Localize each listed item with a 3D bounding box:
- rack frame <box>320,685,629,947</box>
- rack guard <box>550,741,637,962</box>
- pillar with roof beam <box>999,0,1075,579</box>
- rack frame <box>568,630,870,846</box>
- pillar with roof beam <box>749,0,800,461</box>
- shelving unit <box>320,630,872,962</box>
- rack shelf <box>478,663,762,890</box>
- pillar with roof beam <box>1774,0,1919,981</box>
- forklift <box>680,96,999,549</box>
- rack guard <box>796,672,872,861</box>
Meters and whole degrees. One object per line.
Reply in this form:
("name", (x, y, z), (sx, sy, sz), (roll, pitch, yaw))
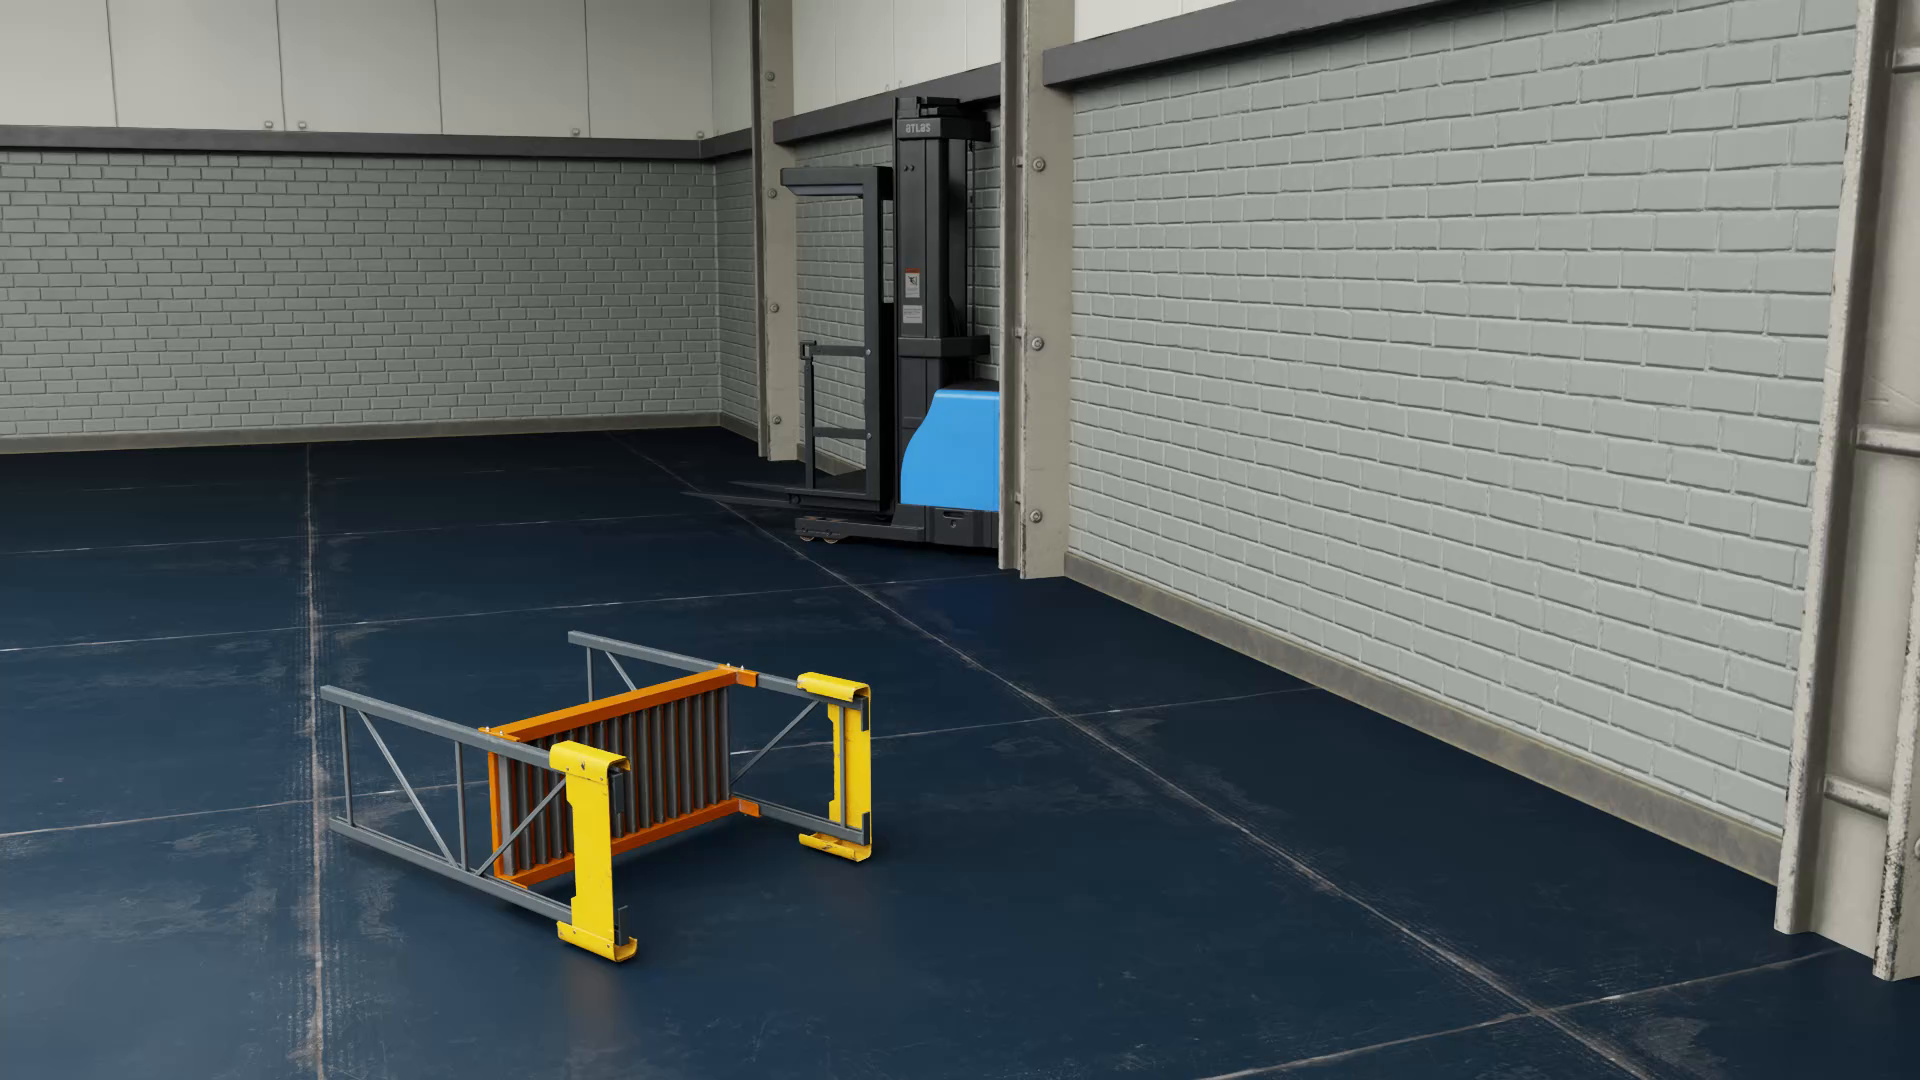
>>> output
("rack frame", (-1.527, 0.812, 5.104), (1.500, 0.500, 0.032), (8, 13, 38))
("rack guard", (-1.040, 0.881, 4.718), (0.250, 0.587, 0.087), (8, 13, 38))
("pillar with roof beam", (-3.557, -3.962, 7.999), (9.100, 9.000, 0.400), (-4, 11, -21))
("rack frame", (-0.889, 0.674, 5.883), (1.500, 0.500, 0.032), (8, 13, 38))
("pillar with roof beam", (-5.731, -4.941, 13.505), (9.100, 9.000, 0.400), (-4, 11, -21))
("shelving unit", (-1.214, 0.744, 5.486), (1.500, 0.587, 1.083), (8, 13, 38))
("rack shelf", (-1.068, 0.763, 5.382), (0.185, 0.538, 1.000), (8, 13, 38))
("pillar with roof beam", (-1.382, -2.983, 2.493), (9.100, 9.000, 0.400), (-4, 11, -21))
("forklift", (-0.550, -1.495, 11.454), (3.031, 2.935, 1.130), (5, 11, 28))
("rack guard", (-0.415, 0.745, 5.482), (0.250, 0.587, 0.087), (8, 13, 38))
